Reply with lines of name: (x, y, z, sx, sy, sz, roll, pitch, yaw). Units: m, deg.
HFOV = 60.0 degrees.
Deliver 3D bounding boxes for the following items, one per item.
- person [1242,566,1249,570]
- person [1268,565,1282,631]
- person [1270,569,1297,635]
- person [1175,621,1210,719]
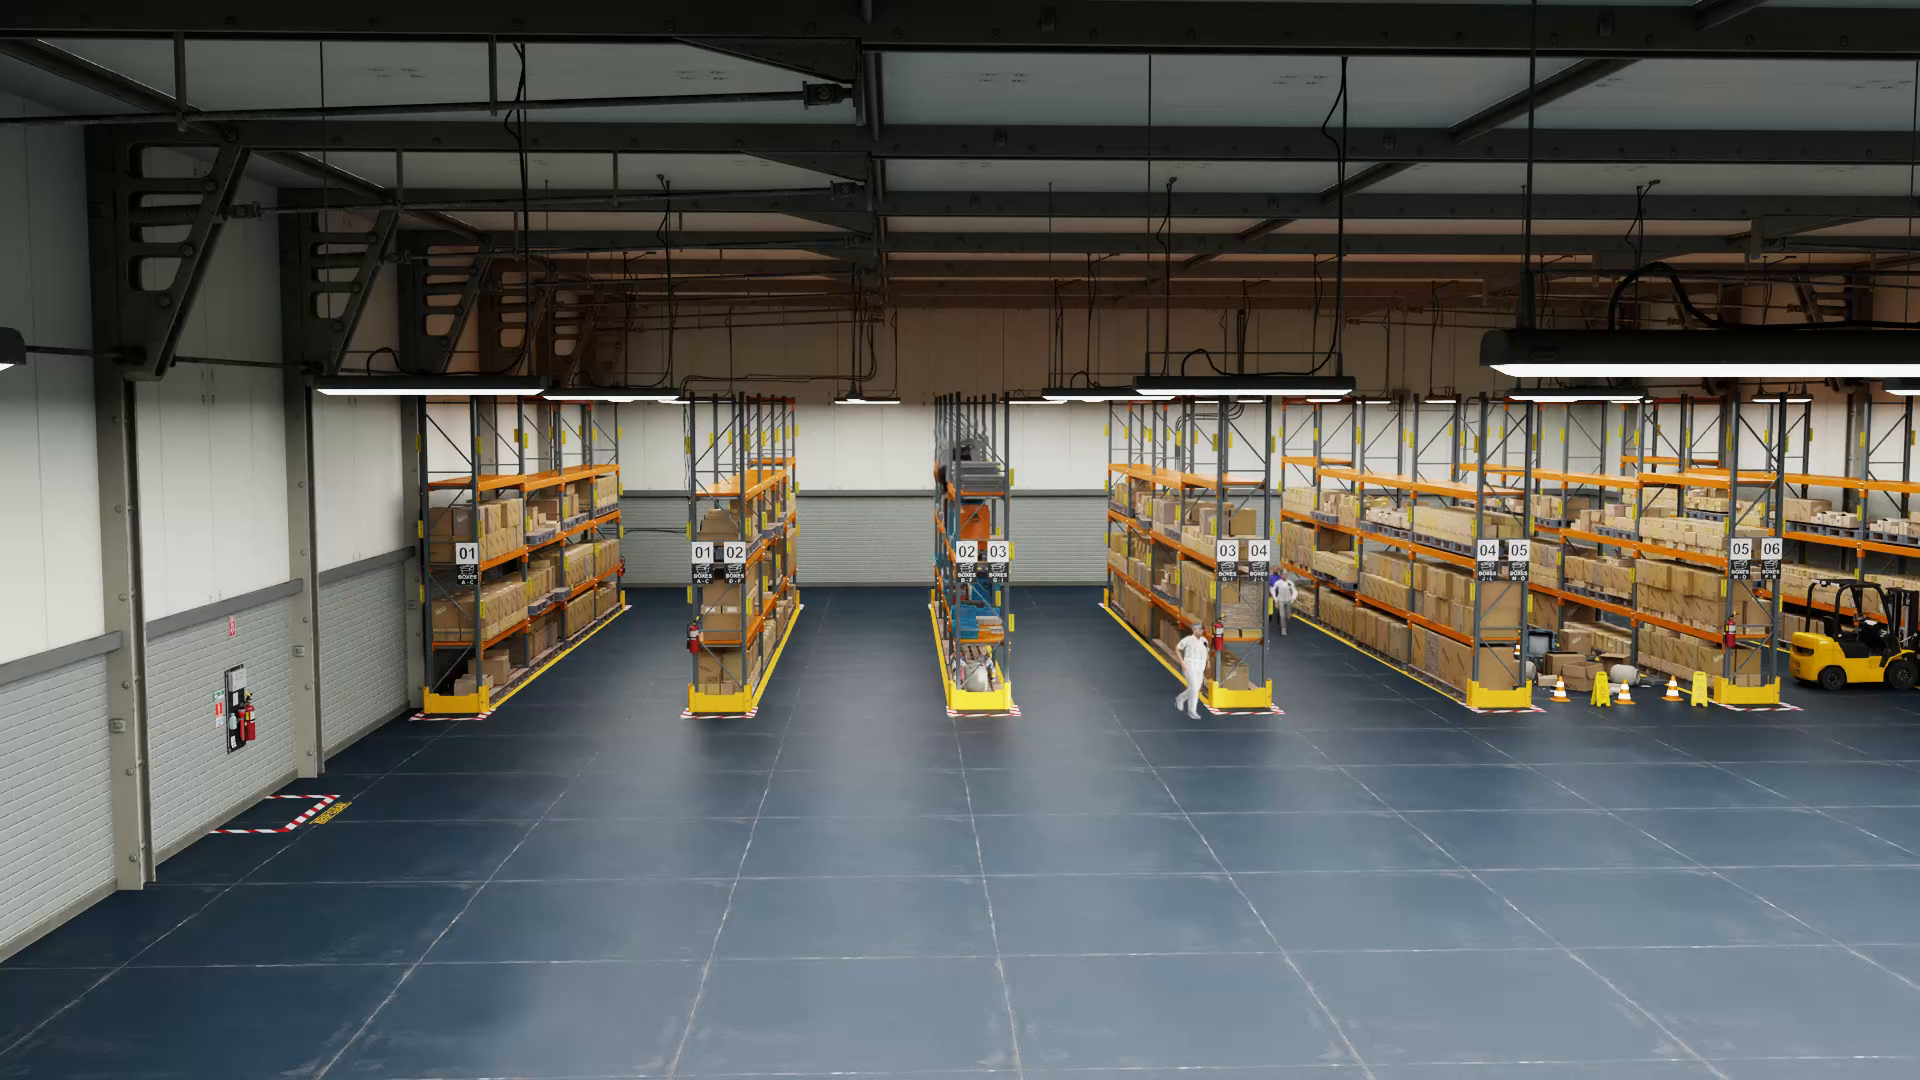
person: (7.950, 1.212, 46.337, 0.660, 1.612, 0.529, 1, 5, 7)
person: (8.146, 1.481, 42.757, 0.586, 1.690, 0.860, 0, 5, 4)
person: (8.150, 1.542, 41.831, 0.655, 1.648, 0.681, 0, 5, 2)
person: (4.344, 2.390, 30.907, 0.699, 1.766, 0.770, -3, 5, -32)
